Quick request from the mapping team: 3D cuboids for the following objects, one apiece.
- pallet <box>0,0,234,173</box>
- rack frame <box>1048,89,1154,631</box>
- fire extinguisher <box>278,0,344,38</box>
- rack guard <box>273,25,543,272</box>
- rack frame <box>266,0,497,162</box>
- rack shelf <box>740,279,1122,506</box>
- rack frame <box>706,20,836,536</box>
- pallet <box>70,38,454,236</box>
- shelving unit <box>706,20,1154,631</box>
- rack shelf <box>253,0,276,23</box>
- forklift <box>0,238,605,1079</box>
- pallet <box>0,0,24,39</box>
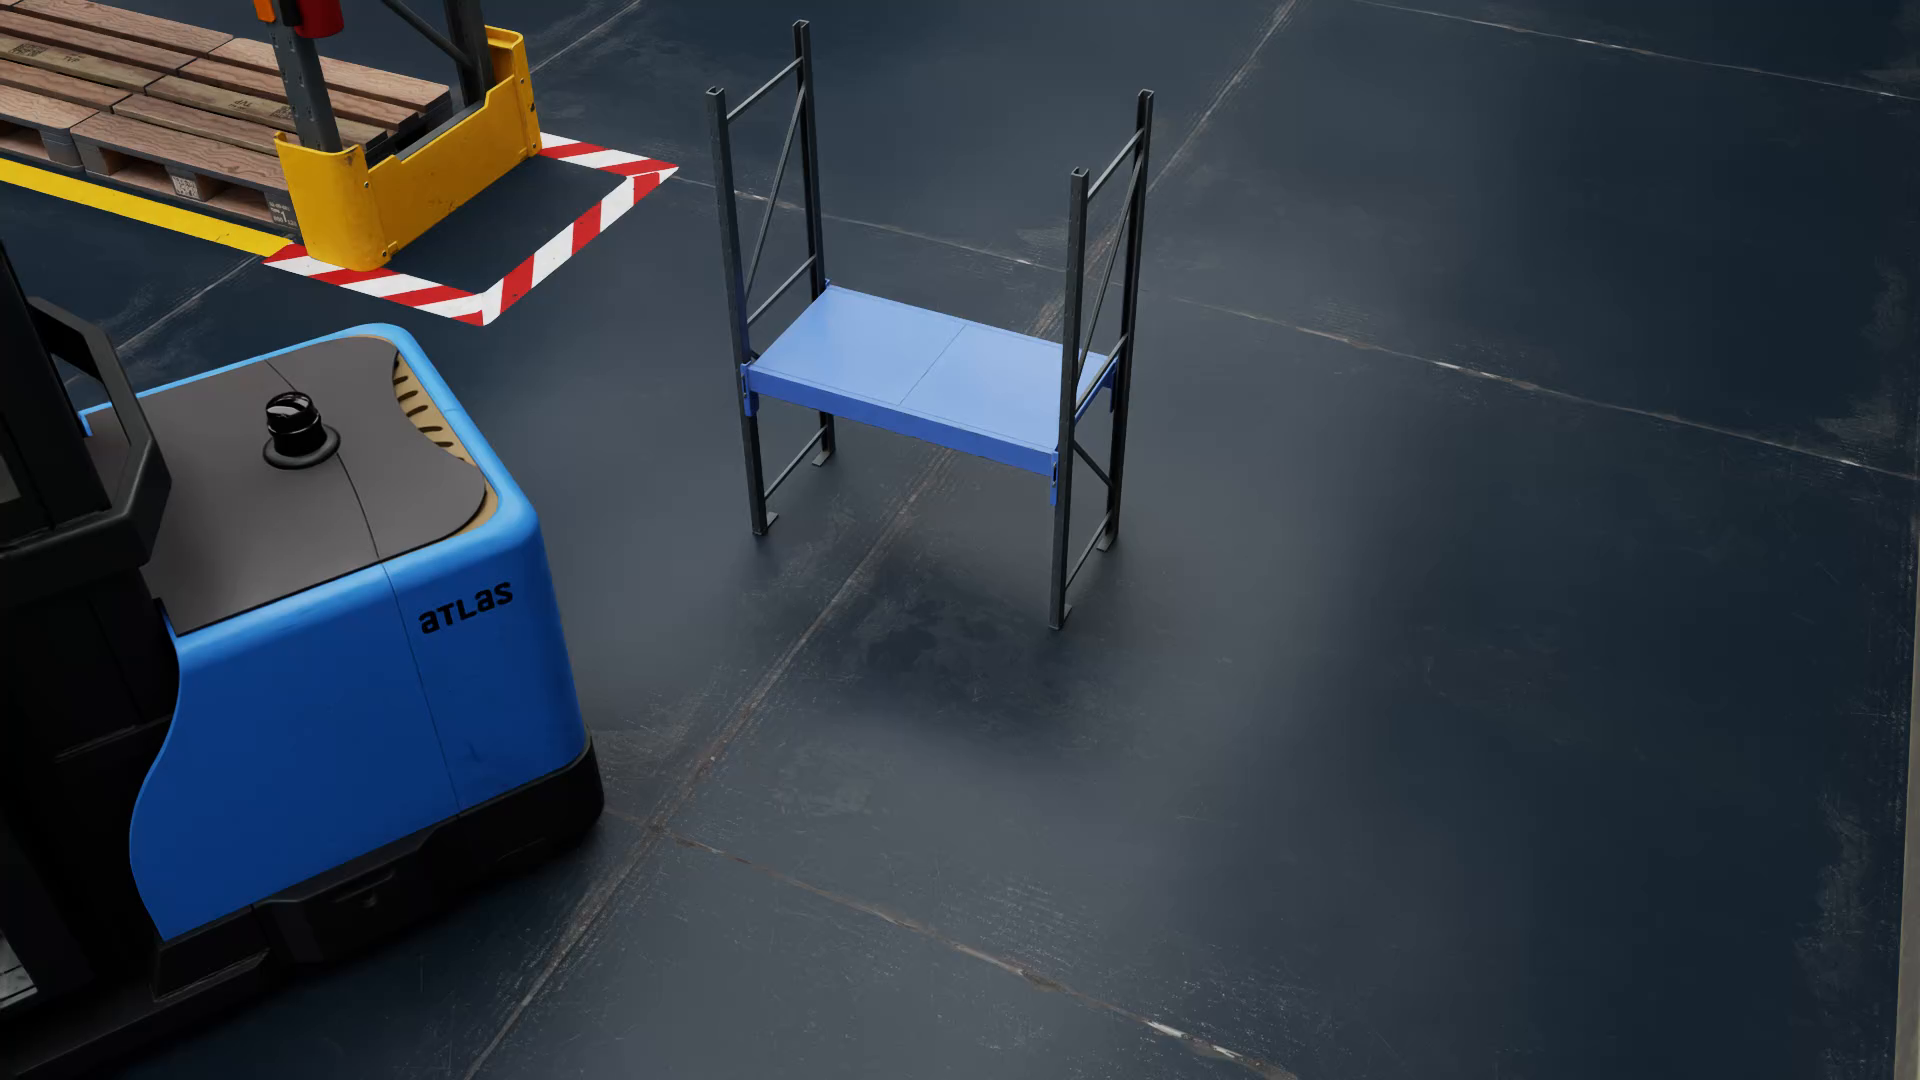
[{"bbox_3d":[-4.052,-2.089,7.498,1.213,0.211,1.003,17,44,19],"label":"pallet"},{"bbox_3d":[0.383,-0.450,4.624,0.032,1.500,0.500,17,44,19],"label":"rack frame"},{"bbox_3d":[-2.275,-2.071,5.692,0.183,0.674,0.296,17,44,19],"label":"fire extinguisher"},{"bbox_3d":[-2.192,-1.609,6.724,0.348,0.500,1.175,17,44,19],"label":"rack guard"},{"bbox_3d":[-2.219,-2.552,5.904,0.127,3.000,1.000,17,44,19],"label":"rack frame"},{"bbox_3d":[-0.077,-0.454,4.904,1.000,0.185,0.538,17,44,19],"label":"rack shelf"},{"bbox_3d":[-0.538,-0.731,4.948,0.032,1.500,0.500,17,44,19],"label":"rack frame"},{"bbox_3d":[-2.950,-1.750,7.108,1.213,0.211,1.003,17,44,19],"label":"pallet"},{"bbox_3d":[-0.077,-0.590,4.786,1.048,1.500,0.538,17,44,19],"label":"shelving unit"},{"bbox_3d":[-4.032,-2.834,6.779,4.000,0.370,1.077,17,44,19],"label":"rack shelf"},{"bbox_3d":[-2.445,-0.090,3.116,3.031,2.935,1.130,-23,46,-24],"label":"forklift"},{"bbox_3d":[-5.161,-2.426,7.887,1.213,0.211,1.003,17,44,19],"label":"pallet"}]
